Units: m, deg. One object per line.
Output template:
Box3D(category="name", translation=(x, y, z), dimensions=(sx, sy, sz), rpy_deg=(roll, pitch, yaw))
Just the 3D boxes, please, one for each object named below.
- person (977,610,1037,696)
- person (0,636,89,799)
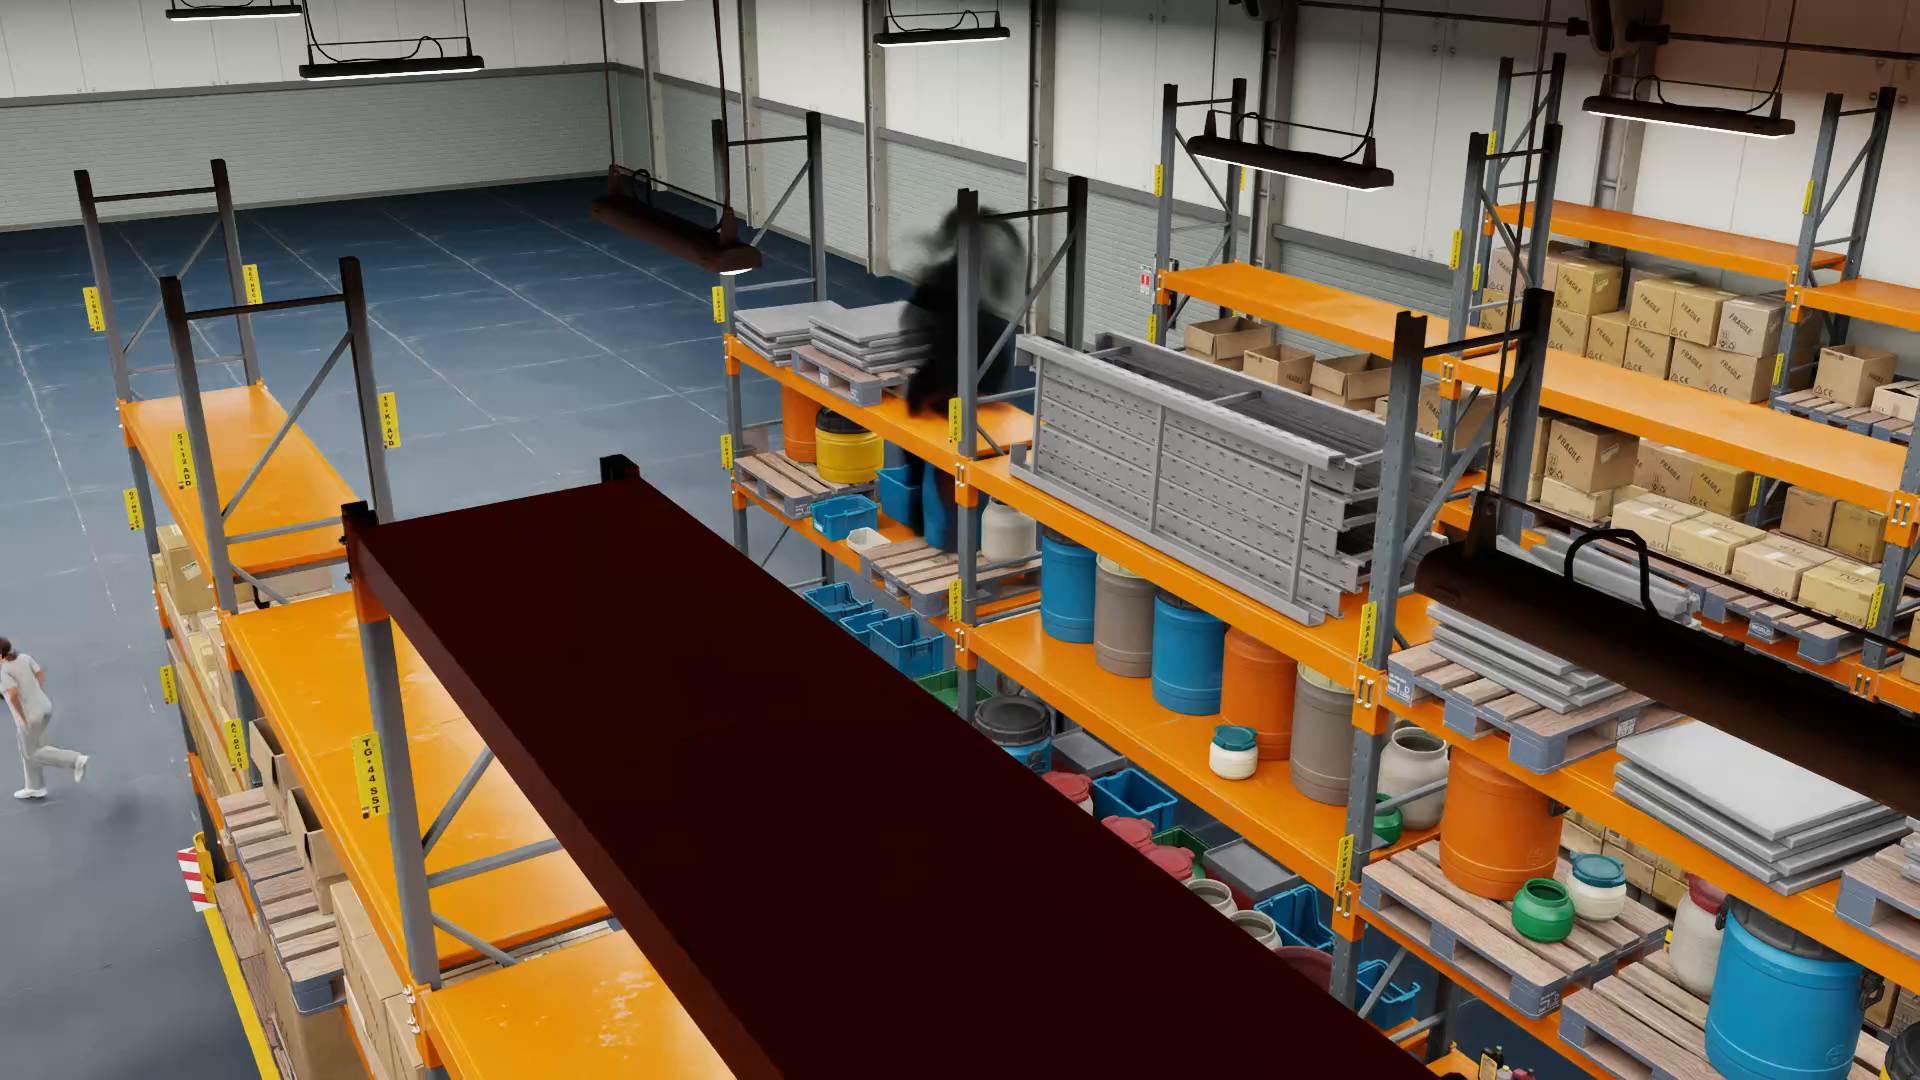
Box3D(category="person", translation=(0.513, 1.176, 16.151), dimensions=(0.885, 1.715, 0.591), rpy_deg=(16, 27, 34))
Box3D(category="person", translation=(-8.400, 1.629, 15.211), dimensions=(0.787, 1.617, 0.538), rpy_deg=(4, 22, 9))
